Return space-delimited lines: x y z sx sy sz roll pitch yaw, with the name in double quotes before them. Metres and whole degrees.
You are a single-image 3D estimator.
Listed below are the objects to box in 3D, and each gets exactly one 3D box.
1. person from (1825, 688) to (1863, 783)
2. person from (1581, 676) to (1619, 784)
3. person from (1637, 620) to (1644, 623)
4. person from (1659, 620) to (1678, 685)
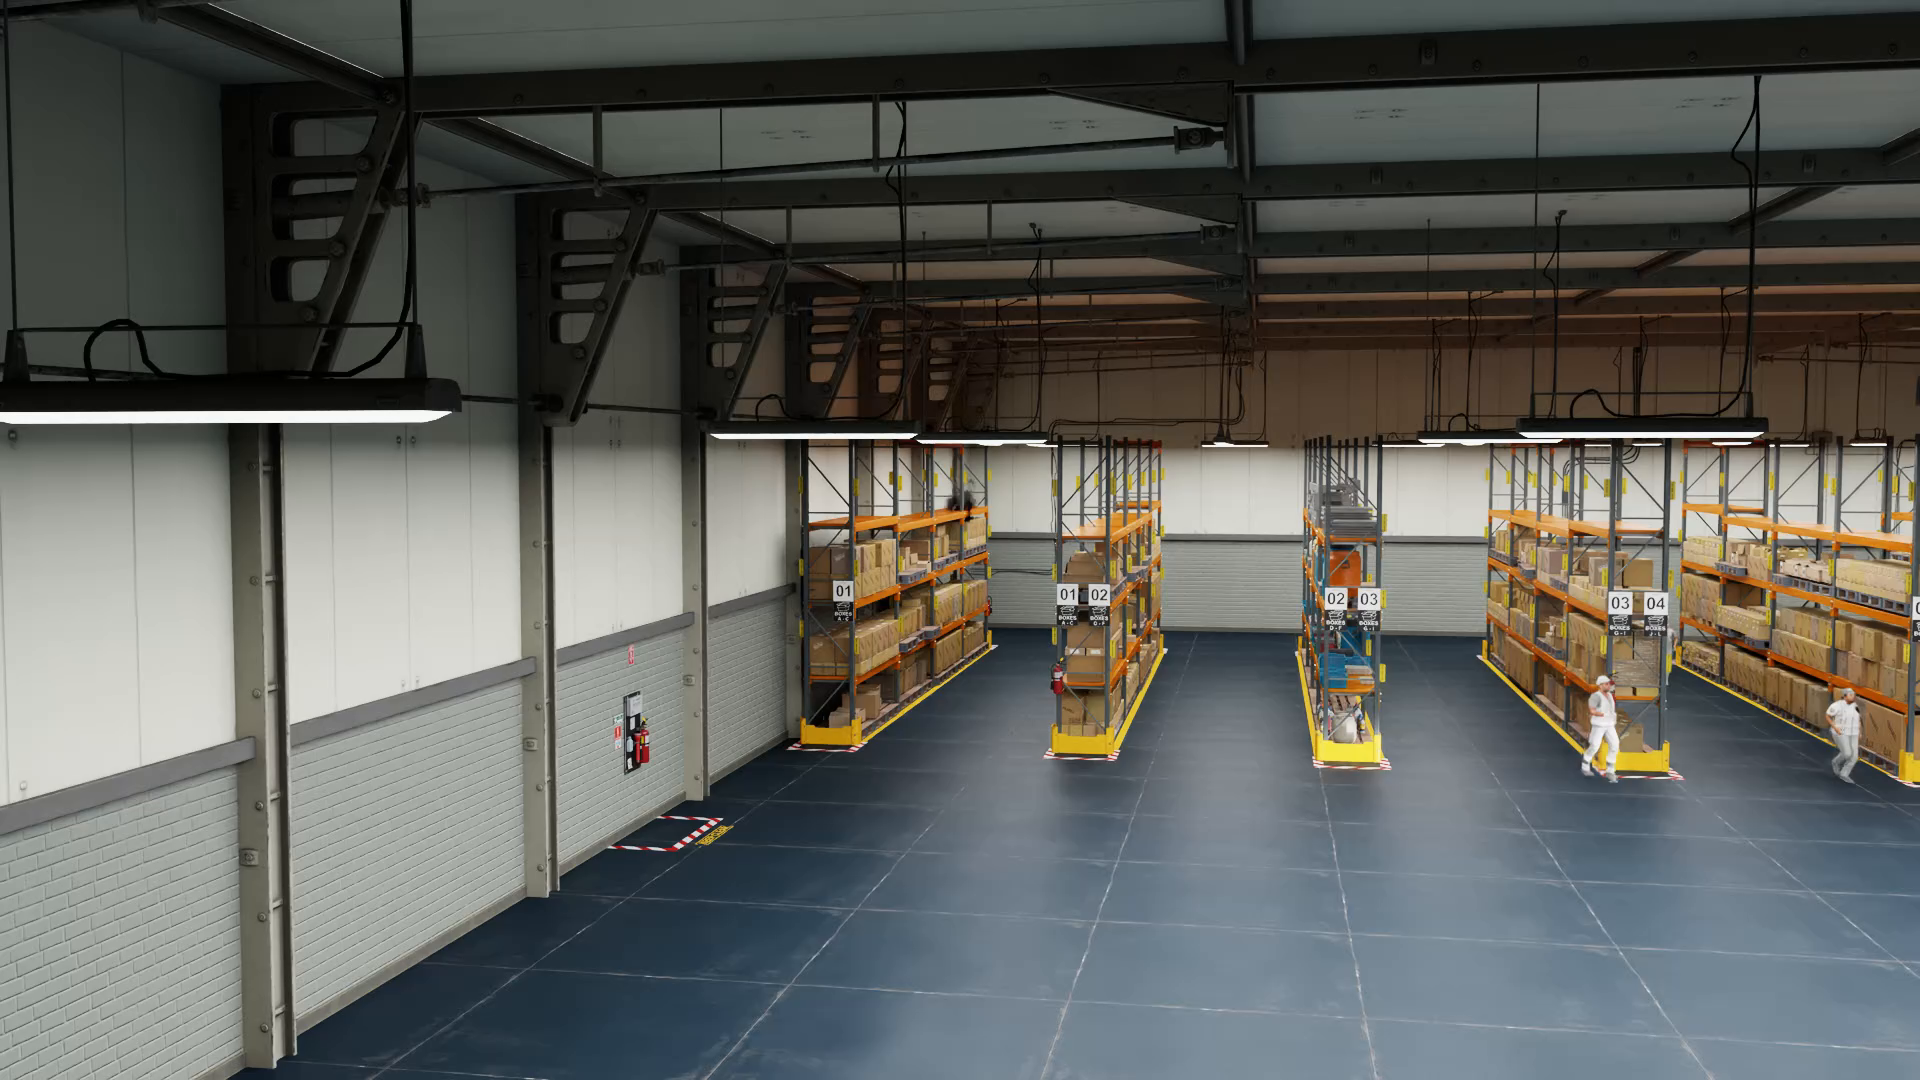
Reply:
"person" 15.318 3.367 28.714 0.636 1.635 0.501 0 3 -5
"person" 11.128 3.265 28.794 0.667 1.843 0.746 -1 3 -24
"person" 17.899 2.484 43.705 0.671 1.779 0.792 1 3 21
"person" 17.276 2.719 40.695 0.580 1.625 0.710 1 3 13
